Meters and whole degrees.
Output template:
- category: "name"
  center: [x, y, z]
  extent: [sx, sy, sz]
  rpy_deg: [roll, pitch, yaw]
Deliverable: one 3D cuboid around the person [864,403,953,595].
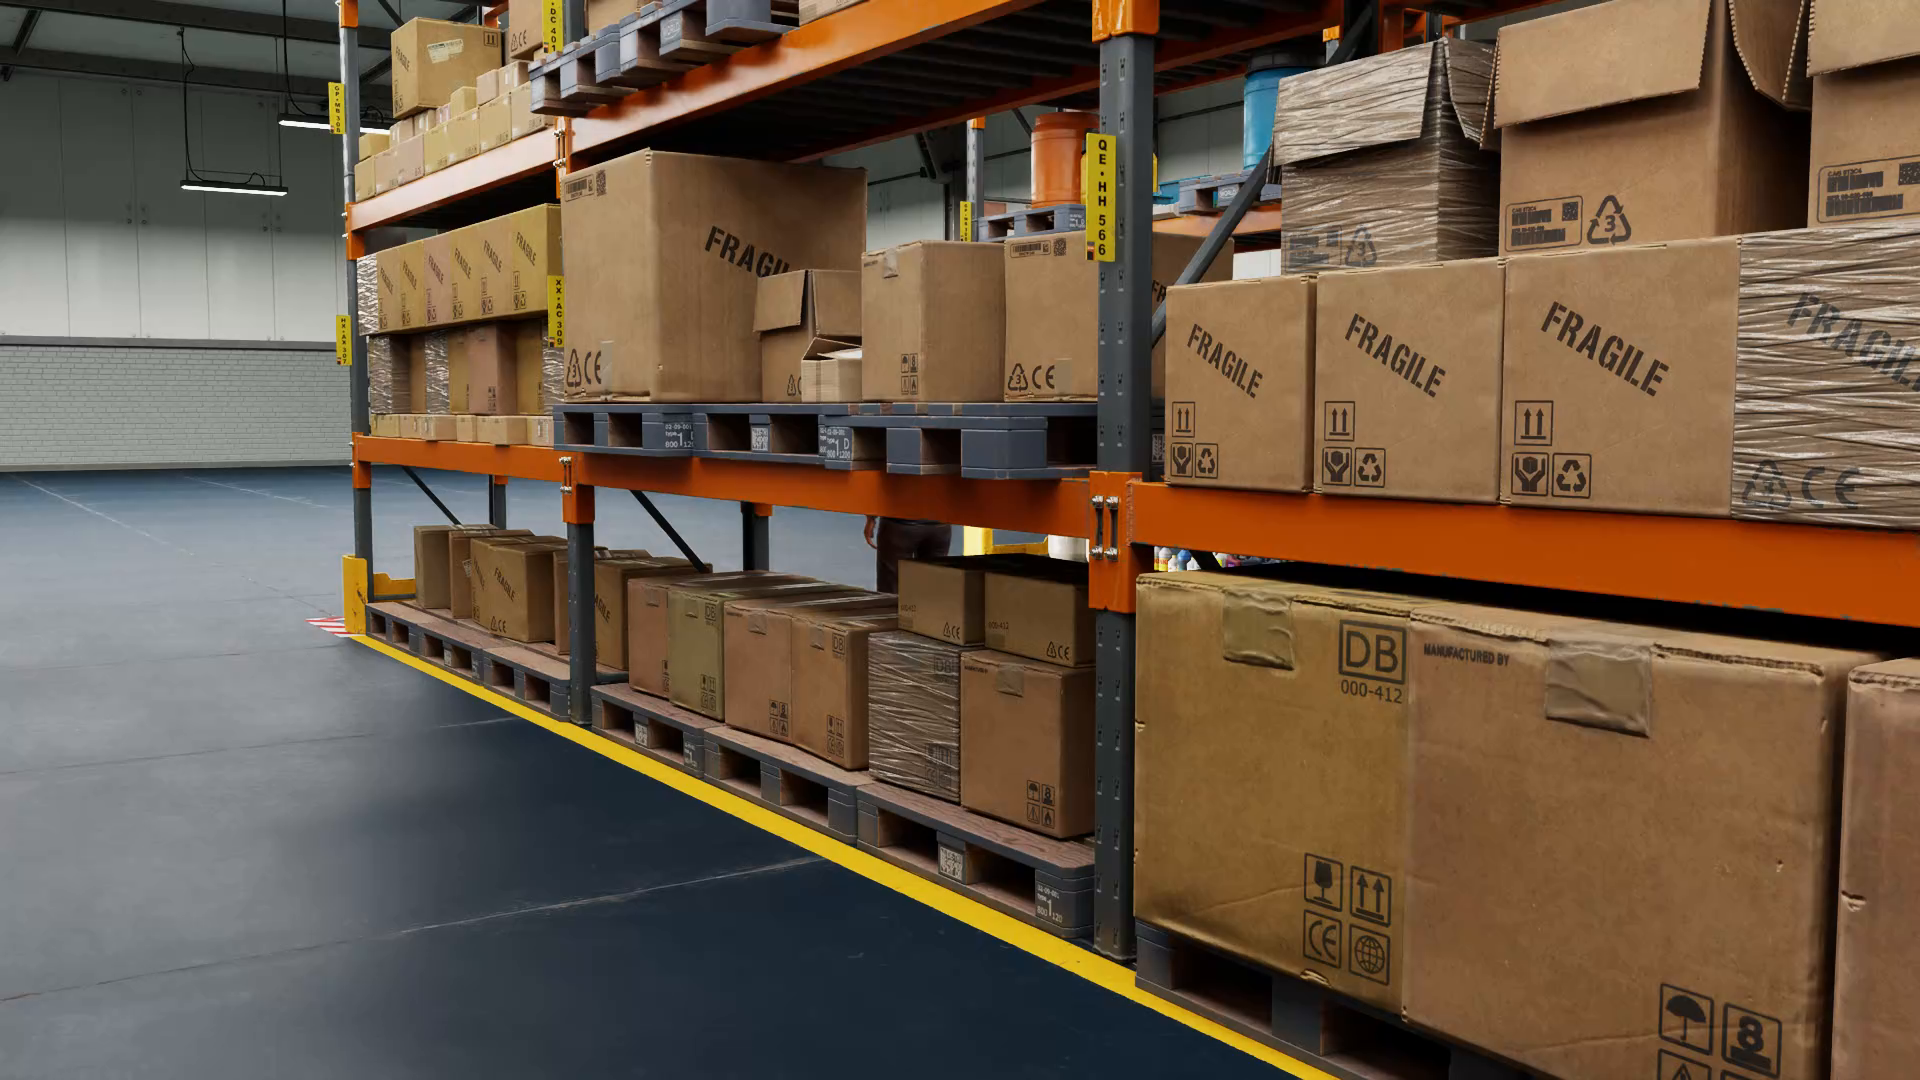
- category: "person"
  center: [-0.250, -0.091, 9.080]
  extent: [0.581, 1.721, 0.419]
  rpy_deg: [-3, 6, -33]
